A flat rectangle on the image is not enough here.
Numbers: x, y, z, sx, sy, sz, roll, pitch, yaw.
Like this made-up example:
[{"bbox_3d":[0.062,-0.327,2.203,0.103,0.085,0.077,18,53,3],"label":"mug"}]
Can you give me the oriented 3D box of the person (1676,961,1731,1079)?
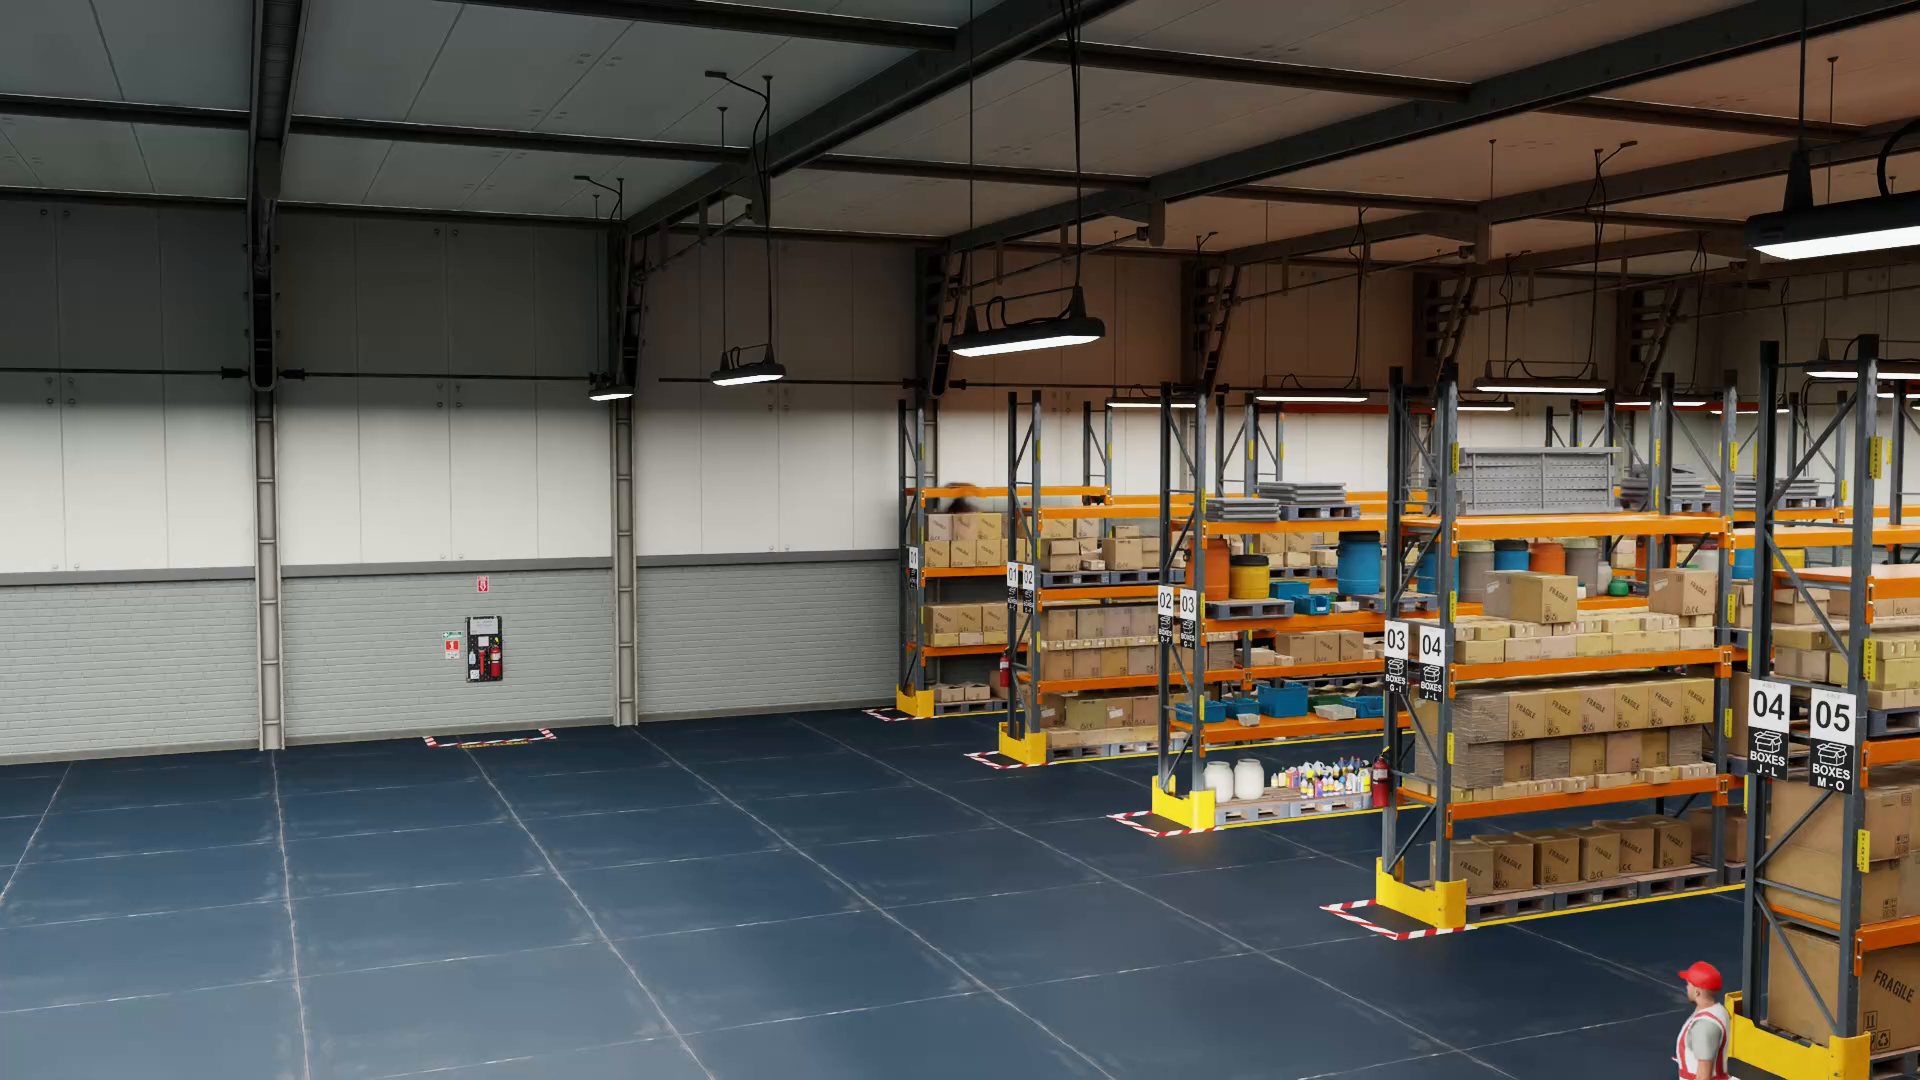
[{"bbox_3d":[4.774,3.632,10.779,0.433,1.805,0.569,1,4,21],"label":"person"}]
